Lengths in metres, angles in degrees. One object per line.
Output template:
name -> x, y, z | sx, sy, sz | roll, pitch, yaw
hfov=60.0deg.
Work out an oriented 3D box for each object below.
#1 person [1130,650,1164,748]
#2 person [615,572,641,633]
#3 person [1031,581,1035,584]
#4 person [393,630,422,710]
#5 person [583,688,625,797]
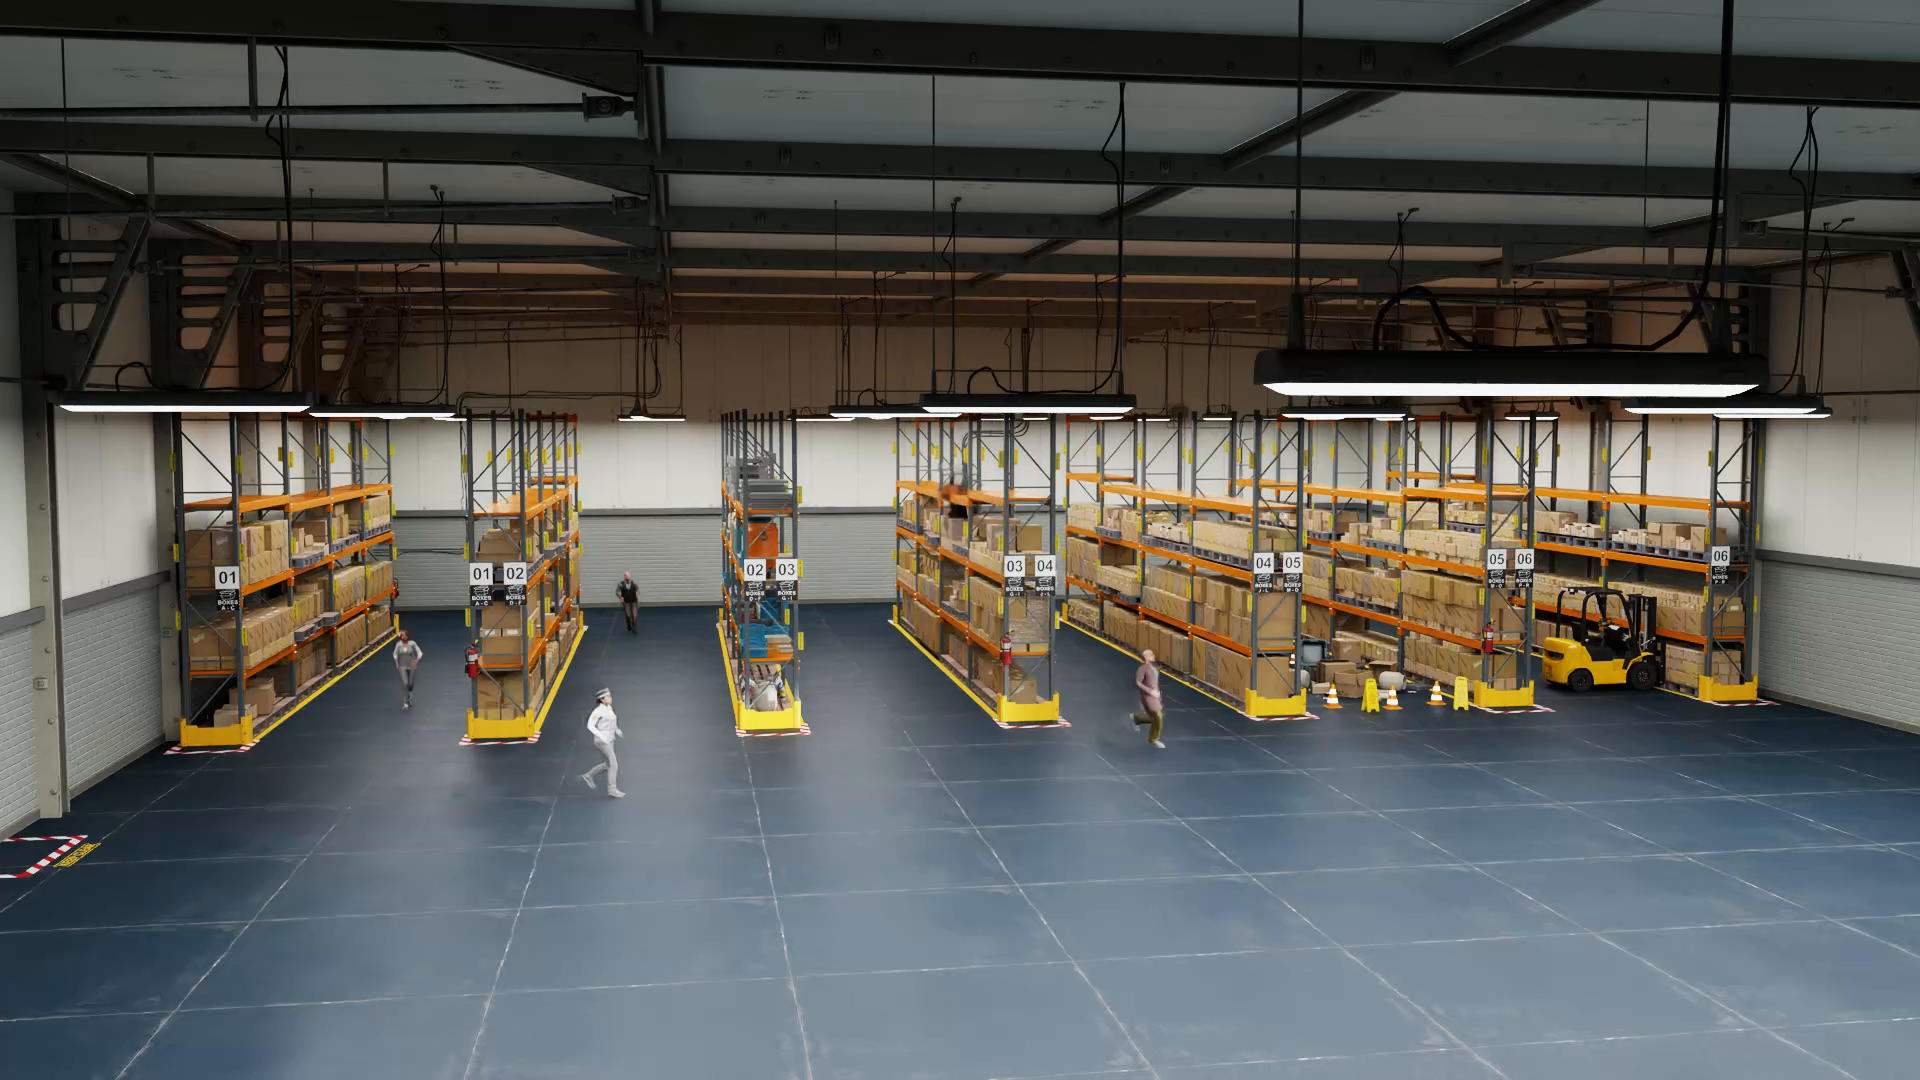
person -> 3.326, 2.810, 29.609 | 0.718, 1.725, 0.730 | 2, 4, 27
person -> -9.055, 1.715, 45.487 | 0.672, 1.674, 0.594 | -2, 4, -22
person -> 1.897, 1.556, 47.974 | 0.663, 1.673, 0.581 | 2, 4, 26
person -> -11.153, 2.602, 33.598 | 0.555, 1.602, 0.659 | -1, 4, -11
person -> -5.492, 3.104, 25.585 | 0.682, 1.687, 0.625 | 1, 4, 10
